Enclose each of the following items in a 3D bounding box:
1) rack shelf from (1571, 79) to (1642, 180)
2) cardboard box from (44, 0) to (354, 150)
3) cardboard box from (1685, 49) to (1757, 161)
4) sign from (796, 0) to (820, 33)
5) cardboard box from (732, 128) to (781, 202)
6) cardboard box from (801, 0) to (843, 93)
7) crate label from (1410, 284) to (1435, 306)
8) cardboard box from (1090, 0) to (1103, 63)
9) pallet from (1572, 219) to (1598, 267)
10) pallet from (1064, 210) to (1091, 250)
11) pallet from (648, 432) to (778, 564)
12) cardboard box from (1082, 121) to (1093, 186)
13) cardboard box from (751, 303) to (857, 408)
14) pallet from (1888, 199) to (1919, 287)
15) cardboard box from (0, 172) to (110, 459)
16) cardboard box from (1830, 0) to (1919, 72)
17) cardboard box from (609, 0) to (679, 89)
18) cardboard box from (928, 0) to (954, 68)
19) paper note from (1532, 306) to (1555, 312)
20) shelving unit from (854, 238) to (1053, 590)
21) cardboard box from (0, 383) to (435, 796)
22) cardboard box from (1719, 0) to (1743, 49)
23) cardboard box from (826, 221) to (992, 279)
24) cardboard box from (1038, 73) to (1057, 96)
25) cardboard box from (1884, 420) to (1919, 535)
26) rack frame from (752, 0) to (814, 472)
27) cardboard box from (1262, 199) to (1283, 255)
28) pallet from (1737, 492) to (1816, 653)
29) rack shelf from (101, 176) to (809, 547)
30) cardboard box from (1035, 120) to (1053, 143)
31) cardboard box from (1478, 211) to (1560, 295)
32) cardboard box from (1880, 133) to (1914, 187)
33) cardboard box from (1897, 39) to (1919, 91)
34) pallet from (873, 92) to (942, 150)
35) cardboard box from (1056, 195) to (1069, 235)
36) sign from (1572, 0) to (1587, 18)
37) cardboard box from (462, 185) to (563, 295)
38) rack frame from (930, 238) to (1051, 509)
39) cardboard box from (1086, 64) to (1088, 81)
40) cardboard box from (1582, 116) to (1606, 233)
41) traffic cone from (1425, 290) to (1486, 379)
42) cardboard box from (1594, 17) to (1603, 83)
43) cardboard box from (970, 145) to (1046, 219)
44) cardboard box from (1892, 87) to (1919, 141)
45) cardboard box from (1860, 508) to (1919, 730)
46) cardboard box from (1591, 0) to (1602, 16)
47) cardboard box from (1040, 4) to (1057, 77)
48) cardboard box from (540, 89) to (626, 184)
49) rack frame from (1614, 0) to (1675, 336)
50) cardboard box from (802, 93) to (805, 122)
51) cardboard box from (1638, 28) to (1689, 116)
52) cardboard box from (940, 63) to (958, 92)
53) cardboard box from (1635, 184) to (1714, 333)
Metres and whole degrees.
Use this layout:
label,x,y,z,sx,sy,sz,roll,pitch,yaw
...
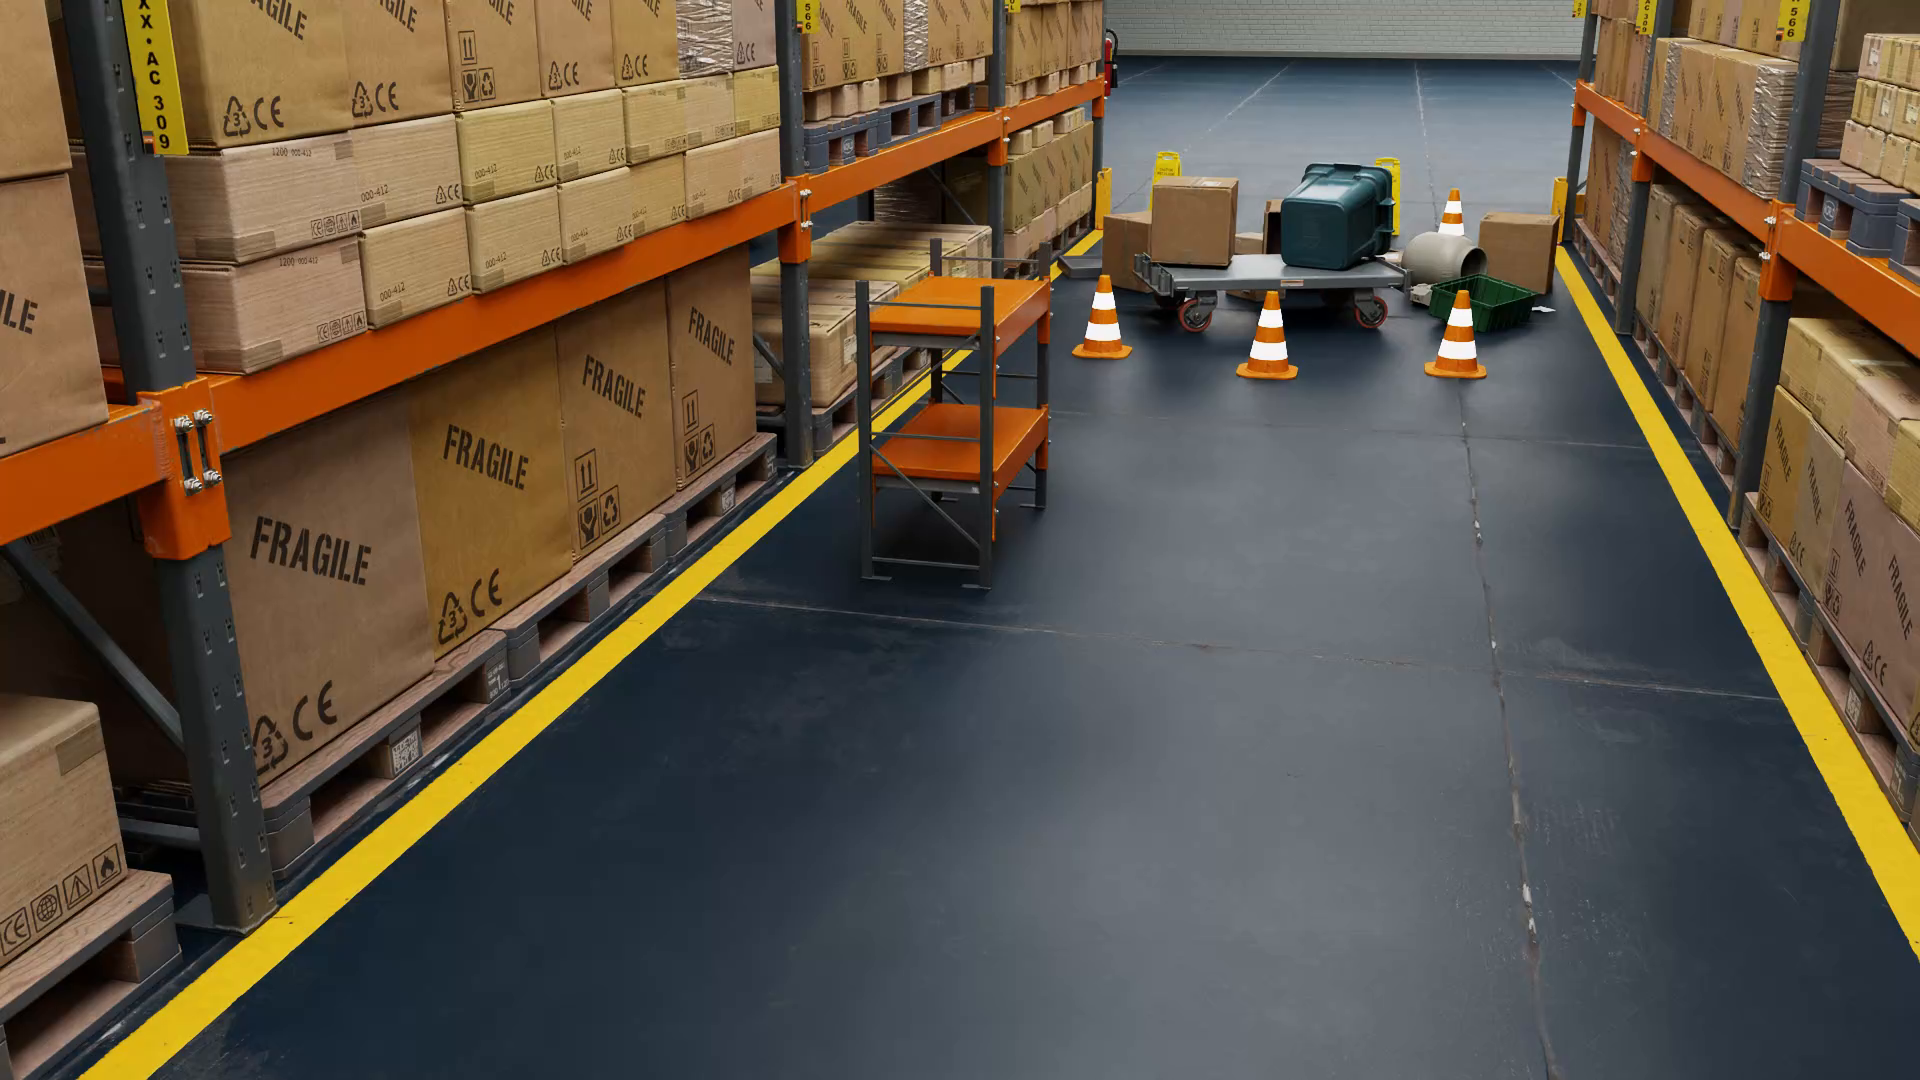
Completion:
label,x,y,z,sx,sy,sz,roll,pitch,yaw
rack shelf,5.112,-2.972,11.860,1.077,0.370,4.000,5,19,13
cardboard box,-1.769,-1.173,3.779,0.500,0.500,0.500,5,19,14
cardboard box,3.863,-2.115,8.084,0.500,0.500,0.500,5,19,14
sign,-0.639,-2.296,6.977,0.100,0.325,0.005,5,19,13
cardboard box,-1.050,-1.541,6.790,0.500,0.250,0.500,4,19,11
cardboard box,-0.844,-2.300,7.517,0.500,0.500,0.500,4,19,12
crate label,3.233,-1.667,11.355,0.298,0.136,0.250,-9,21,-24
cardboard box,0.911,-4.294,14.005,0.500,0.500,0.500,4,19,12
pallet,5.482,-2.363,13.278,1.003,0.211,1.213,5,19,13
pallet,0.525,-2.703,14.274,1.003,0.211,1.213,5,19,13
pallet,-1.444,-0.230,7.034,1.003,0.211,1.213,5,19,13
cardboard box,0.833,-3.279,14.091,0.500,0.500,0.500,5,19,14
cardboard box,-1.031,-0.922,8.163,0.950,0.372,0.625,3,19,10
pallet,3.202,-0.717,4.443,1.003,0.211,1.213,5,19,13
cardboard box,-2.021,-0.419,3.118,0.500,0.500,0.500,5,19,14
cardboard box,3.766,-2.092,6.470,0.700,0.500,0.500,5,19,13
cardboard box,-1.296,-1.812,5.650,0.500,0.500,0.500,5,19,13
cardboard box,-0.343,-2.952,9.424,0.500,0.500,0.500,5,20,15
paper note,3.910,-1.563,11.215,0.147,0.020,0.142,-9,21,-24
shelving unit,-0.002,-0.530,6.500,0.538,1.125,1.048,5,19,13
cardboard box,-2.082,0.069,4.482,0.875,0.875,0.875,5,20,15
cardboard box,4.261,-2.730,8.338,0.700,0.500,0.500,5,19,14
cardboard box,-0.327,-1.835,10.835,0.950,0.372,0.625,5,19,14
cardboard box,0.509,-3.399,12.387,0.380,0.149,0.250,5,19,14
cardboard box,2.860,-0.129,4.481,0.500,0.250,0.500,4,19,11
rack frame,-1.178,-1.791,7.290,1.000,3.000,0.127,5,19,13
cardboard box,2.582,-2.137,11.955,0.797,0.637,0.503,5,19,13
pallet,3.454,0.133,5.972,1.003,0.211,1.213,5,19,13
rack shelf,-1.667,-0.823,5.571,1.077,0.370,4.000,5,19,13
cardboard box,0.480,-3.048,12.410,0.380,0.149,0.250,6,20,17
cardboard box,4.008,-2.071,11.974,0.500,0.500,0.500,8,21,23
cardboard box,3.210,-1.218,5.353,0.380,0.149,0.250,6,20,16
cardboard box,3.218,-1.502,5.264,0.380,0.149,0.250,5,19,13
pallet,-0.734,-2.324,9.147,1.003,0.211,1.213,5,19,13
cardboard box,0.583,-2.595,13.248,0.500,0.250,0.500,4,19,11
sign,5.064,-4.432,13.560,0.100,0.325,0.005,5,19,13
cardboard box,-1.526,-0.905,4.928,0.500,0.250,0.500,4,19,13
rack frame,0.123,-0.690,6.966,0.500,1.125,0.032,5,19,13
cardboard box,0.855,-3.878,13.790,0.380,0.149,0.250,4,19,12
cardboard box,5.499,-2.914,13.217,0.875,0.875,0.875,5,19,14
traffic cone,2.832,-1.184,9.437,0.336,0.463,0.334,5,19,13
cardboard box,5.554,-3.890,13.204,0.875,0.550,0.550,5,19,13
cardboard box,0.324,-2.629,12.189,0.500,0.500,0.500,5,20,16
cardboard box,3.207,-1.347,5.270,0.380,0.149,0.250,4,19,12
cardboard box,2.861,0.233,4.581,0.500,0.500,0.500,4,19,12
cardboard box,5.473,-4.408,13.049,0.875,0.550,0.550,5,19,13
cardboard box,0.412,-3.664,12.159,0.500,0.500,0.500,4,19,13
cardboard box,-1.404,-1.299,5.307,0.500,0.250,0.500,4,19,12
rack frame,4.624,-2.685,9.908,1.000,3.000,0.127,5,19,13
cardboard box,-0.919,-1.958,7.518,0.380,0.149,0.250,4,19,10
cardboard box,4.702,-2.873,10.226,0.875,0.550,0.550,5,19,13
cardboard box,-0.228,-2.696,9.680,0.380,0.149,0.250,5,19,14
cardboard box,4.559,-1.618,9.614,1.050,0.750,0.750,5,19,13
